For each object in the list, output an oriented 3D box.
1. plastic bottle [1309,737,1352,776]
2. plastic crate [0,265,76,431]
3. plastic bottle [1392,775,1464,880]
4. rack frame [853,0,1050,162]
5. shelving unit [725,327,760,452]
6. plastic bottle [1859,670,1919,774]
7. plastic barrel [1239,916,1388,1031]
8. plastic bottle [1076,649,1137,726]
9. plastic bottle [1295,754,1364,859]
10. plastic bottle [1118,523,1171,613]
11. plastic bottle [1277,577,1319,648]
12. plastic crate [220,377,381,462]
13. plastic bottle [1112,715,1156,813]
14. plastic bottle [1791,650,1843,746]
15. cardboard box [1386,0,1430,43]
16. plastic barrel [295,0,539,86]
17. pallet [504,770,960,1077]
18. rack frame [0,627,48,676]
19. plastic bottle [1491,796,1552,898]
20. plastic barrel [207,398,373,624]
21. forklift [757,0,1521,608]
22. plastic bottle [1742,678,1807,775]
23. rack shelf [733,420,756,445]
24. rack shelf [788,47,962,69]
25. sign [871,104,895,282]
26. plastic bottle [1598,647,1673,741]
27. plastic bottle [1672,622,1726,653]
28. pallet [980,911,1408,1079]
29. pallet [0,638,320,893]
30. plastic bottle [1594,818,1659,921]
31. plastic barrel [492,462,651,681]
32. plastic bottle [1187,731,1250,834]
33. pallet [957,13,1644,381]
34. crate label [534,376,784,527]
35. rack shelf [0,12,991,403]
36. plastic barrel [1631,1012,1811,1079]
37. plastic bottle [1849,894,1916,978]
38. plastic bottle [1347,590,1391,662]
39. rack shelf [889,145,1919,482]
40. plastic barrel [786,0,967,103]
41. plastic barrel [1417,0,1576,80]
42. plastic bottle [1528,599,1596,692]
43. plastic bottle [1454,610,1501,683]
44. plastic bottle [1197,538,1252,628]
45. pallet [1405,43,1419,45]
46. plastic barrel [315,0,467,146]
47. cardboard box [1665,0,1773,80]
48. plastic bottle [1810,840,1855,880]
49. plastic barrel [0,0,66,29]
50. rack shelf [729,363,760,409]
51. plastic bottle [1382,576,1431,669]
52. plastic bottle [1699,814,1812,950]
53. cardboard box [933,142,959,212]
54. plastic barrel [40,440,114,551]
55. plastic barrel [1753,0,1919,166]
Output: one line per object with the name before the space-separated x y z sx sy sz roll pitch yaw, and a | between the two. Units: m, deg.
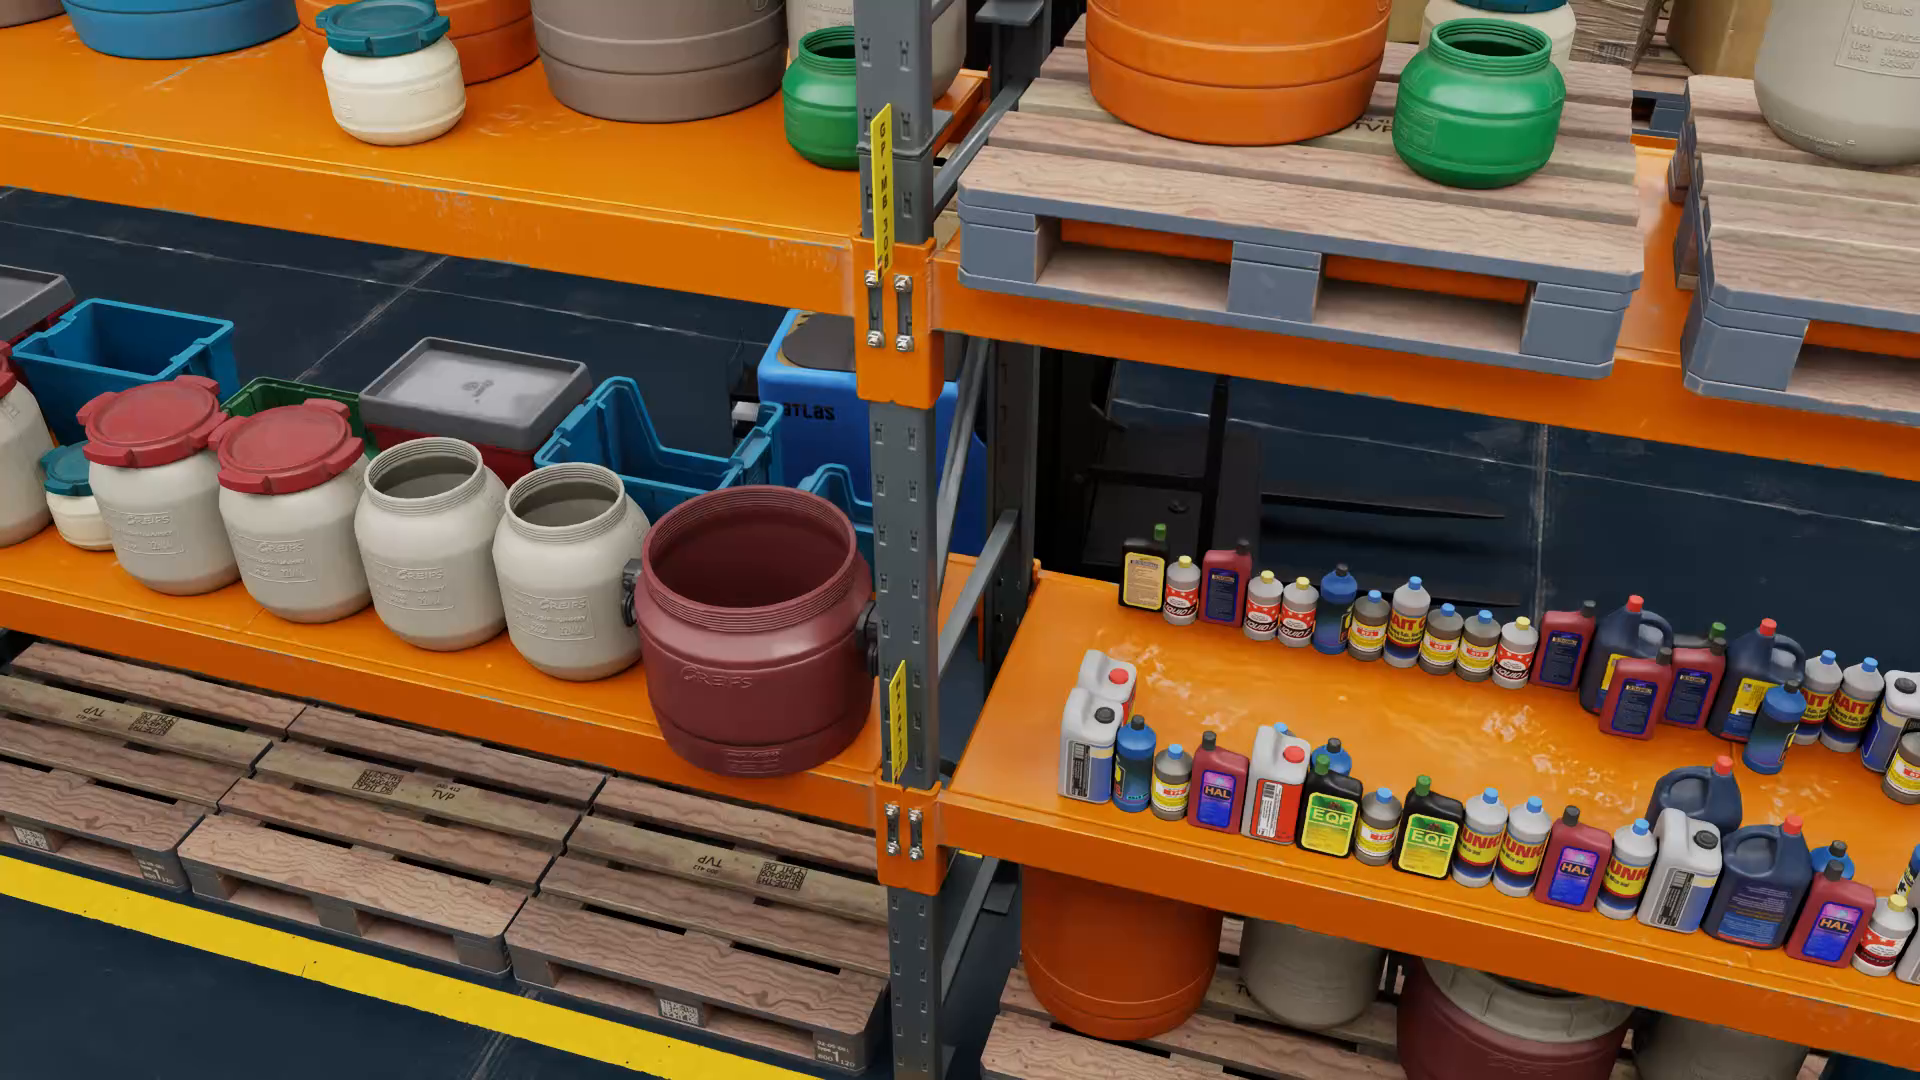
plastic bottle | 0.890 0.588 4.029 0.097 0.271 0.097 0 36 0
plastic crate | -3.254 -0.626 5.517 0.583 0.464 0.402 10 38 14
plastic bottle | 1.104 0.672 3.904 0.133 0.283 0.061 10 38 14
rack frame | 0.011 -2.222 2.678 0.127 3.000 1.000 10 38 14
shelving unit | -0.831 -0.445 7.096 0.210 0.900 0.258 6 37 8
plastic bottle | 2.395 0.449 4.214 0.135 0.276 0.152 10 38 14
plastic barrel | 1.048 1.153 4.898 0.421 0.512 0.421 0 36 0
plastic bottle | 0.373 0.417 4.257 0.135 0.276 0.152 10 38 14
plastic bottle | 0.883 0.632 3.960 0.133 0.283 0.061 10 38 14
plastic bottle | 0.524 0.071 4.721 0.133 0.283 0.061 10 38 14
plastic bottle | 0.942 0.193 4.625 0.097 0.201 0.097 0 36 0
plastic crate | -2.061 -0.280 5.278 0.662 0.188 0.450 10 38 14
plastic bottle | 0.430 0.541 4.093 0.097 0.271 0.097 0 36 0
plastic bottle | 2.200 0.398 4.288 0.097 0.271 0.097 0 36 0
cardboard box | 2.126 -2.770 8.044 0.500 0.500 0.700 -1 36 -2
plastic barrel | -1.333 -1.571 3.961 0.708 0.830 0.600 10 38 14
pallet | -0.717 1.158 5.499 1.213 0.211 1.003 10 38 14
rack frame | -3.807 -0.513 5.417 0.127 3.000 1.000 10 38 14
plastic bottle | 1.312 0.704 3.871 0.097 0.271 0.097 0 36 0
plastic barrel | -1.846 -0.069 4.698 0.433 0.535 0.433 0 36 0
forklift | 0.771 -1.099 6.271 3.031 2.935 1.130 6 37 8
plastic bottle | 2.064 0.462 4.201 0.097 0.271 0.097 0 36 0
rack shelf | -0.831 -0.491 7.062 0.200 0.077 0.258 6 37 8
rack shelf | -0.418 -2.672 8.957 4.000 0.370 1.077 10 38 14
sign | -0.147 -0.659 3.173 0.005 0.325 0.100 10 38 14
plastic bottle | 1.749 0.387 4.292 0.133 0.283 0.061 10 38 14
plastic bottle | 1.919 0.329 4.371 0.133 0.283 0.061 10 38 14
pallet | 0.776 1.433 5.125 1.213 0.211 1.003 10 38 14
pallet | -3.046 0.727 6.084 1.213 0.211 1.003 10 38 14
plastic bottle | 1.532 0.745 3.816 0.097 0.271 0.097 0 36 0
plastic barrel | -1.035 0.088 4.506 0.421 0.512 0.421 0 36 0
plastic bottle | 0.628 0.584 4.024 0.133 0.283 0.061 10 38 14
pallet | 0.712 -0.748 3.364 1.213 0.211 1.003 10 38 14
crate label | -0.857 -0.149 4.892 0.616 0.435 0.502 10 38 14
rack shelf | -1.898 -1.078 4.260 4.000 0.370 1.077 10 38 14
plastic barrel | 2.126 1.352 4.627 0.421 0.512 0.421 0 36 0
plastic bottle | 2.057 0.871 3.704 0.097 0.201 0.097 0 36 0
plastic bottle | 1.128 0.227 4.578 0.097 0.201 0.097 0 36 0
rack shelf | 1.920 -0.371 3.300 4.000 0.370 1.077 10 38 14
plastic barrel | -0.194 -1.287 3.844 0.421 0.512 0.421 0 36 0
plastic barrel | 1.078 -1.021 3.339 0.301 0.262 0.301 0 36 0
plastic bottle | 1.615 0.273 4.447 0.133 0.283 0.061 10 38 14
plastic bottle | 1.407 0.279 4.508 0.097 0.201 0.097 0 36 0
plastic bottle | 0.744 0.112 4.666 0.133 0.283 0.061 10 38 14
pallet | 2.159 -2.451 8.211 1.003 0.211 1.213 10 38 14
plastic barrel | -1.273 -1.051 3.734 0.301 0.262 0.301 0 36 0
cardboard box | 3.605 -2.388 7.525 0.500 0.500 0.700 2 36 2
plastic bottle | 1.948 0.784 3.762 0.097 0.271 0.097 0 36 0
plastic barrel | -2.633 -1.840 4.267 0.600 0.901 0.600 0 36 0
rack shelf | -0.831 -0.636 6.955 0.200 0.077 0.258 6 37 8
plastic bottle | 1.221 0.216 4.534 0.097 0.271 0.097 0 36 0
plastic bottle | 1.802 0.749 3.744 0.185 0.351 0.144 10 38 14
cardboard box | -0.061 -2.028 8.967 0.500 0.311 0.500 10 38 14
plastic barrel | -2.590 -0.137 5.022 0.301 0.262 0.301 0 36 0
plastic barrel | 1.748 -1.010 3.092 0.433 0.535 0.433 0 36 0
